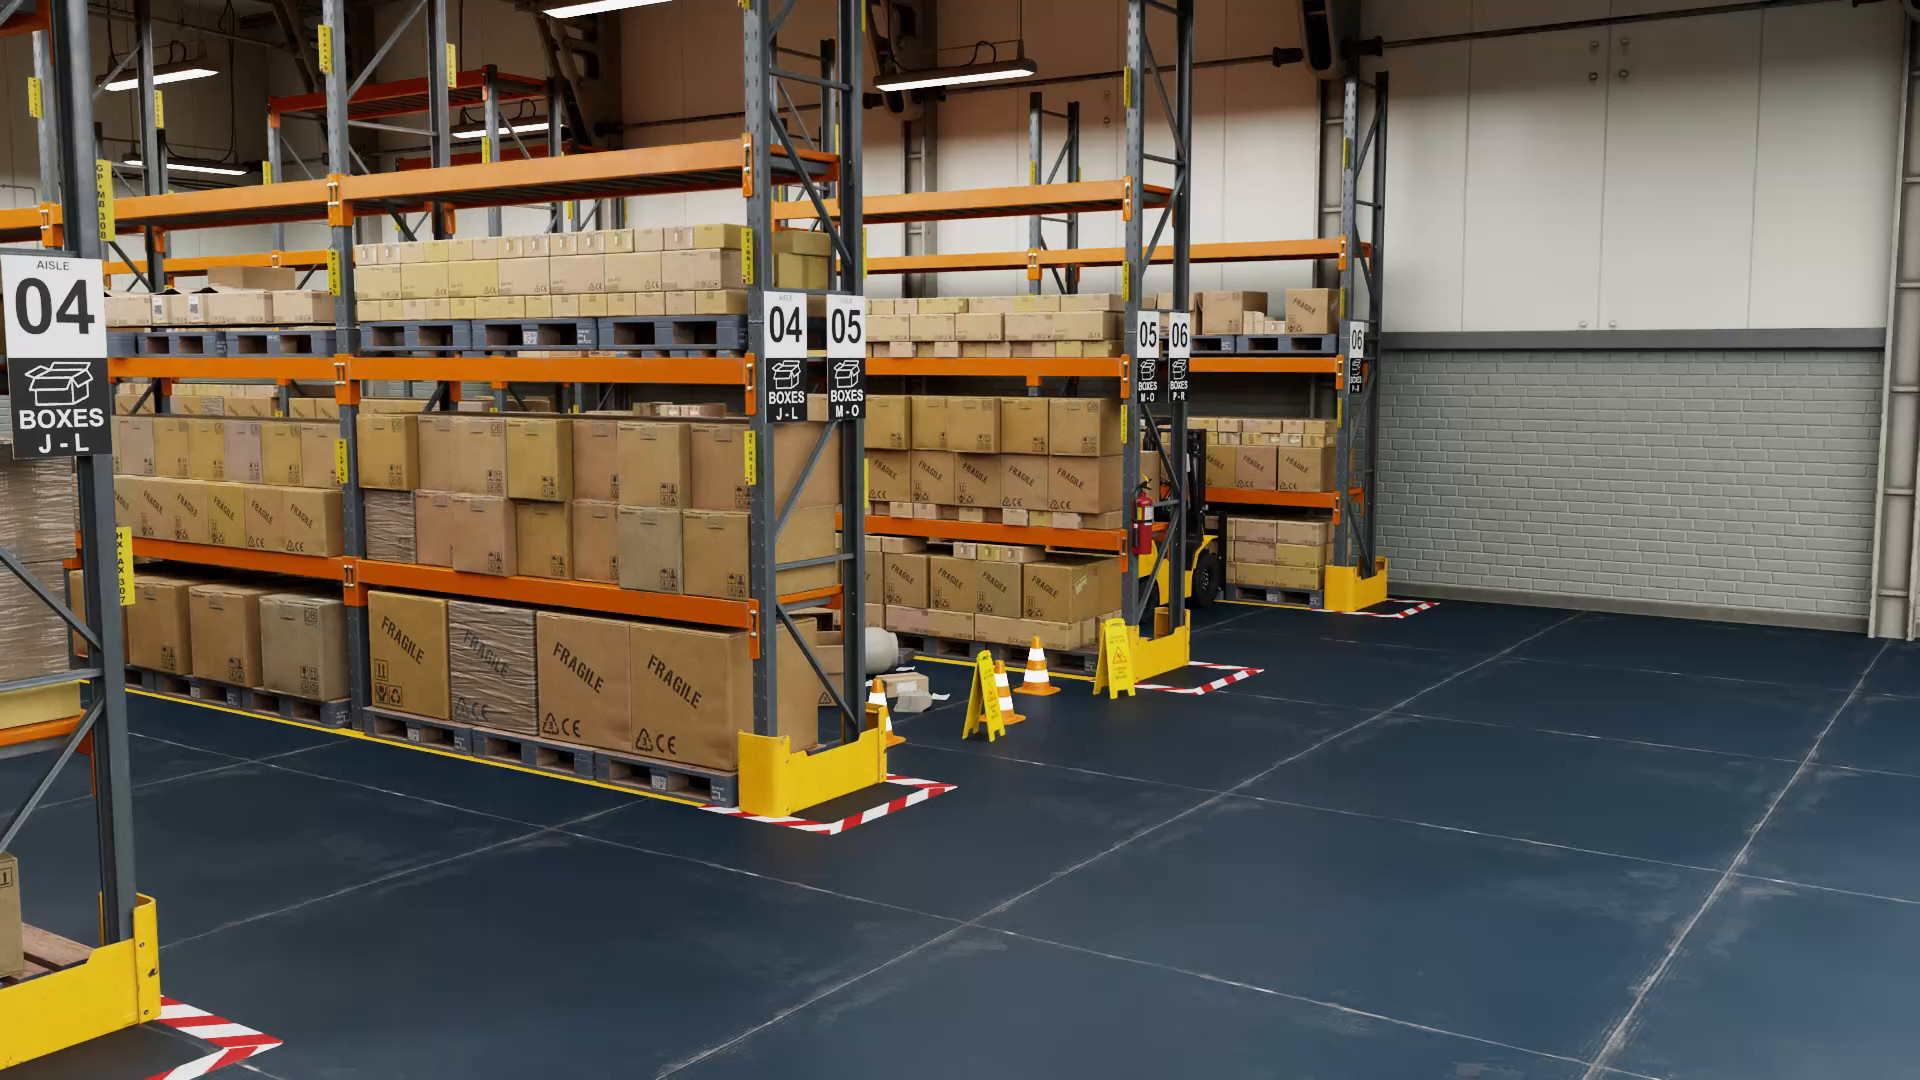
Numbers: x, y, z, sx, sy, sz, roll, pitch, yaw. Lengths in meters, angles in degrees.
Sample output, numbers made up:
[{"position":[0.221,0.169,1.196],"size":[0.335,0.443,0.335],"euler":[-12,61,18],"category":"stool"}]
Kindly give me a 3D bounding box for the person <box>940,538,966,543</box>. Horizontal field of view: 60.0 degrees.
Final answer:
[{"position":[-0.014,0.355,18.161],"size":[0.543,0.945,0.861],"euler":[0,6,4],"category":"person"}]
